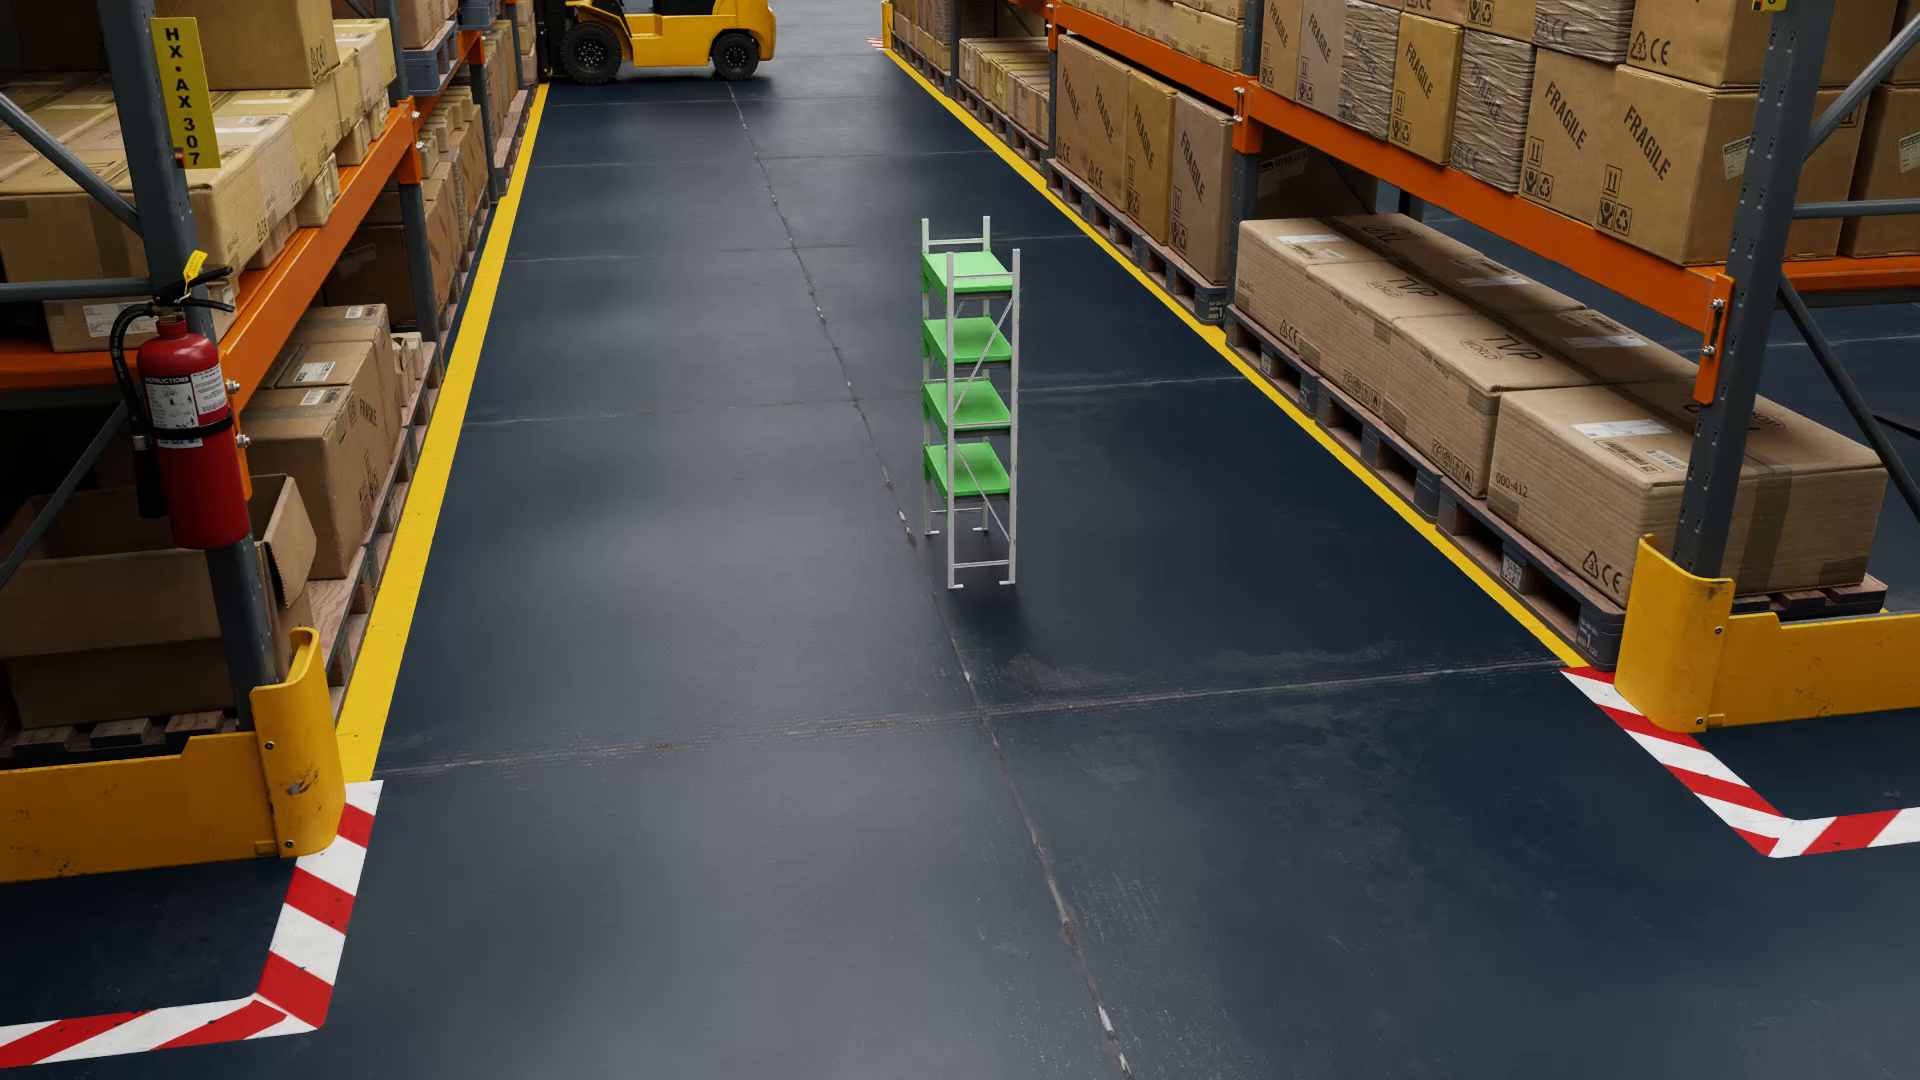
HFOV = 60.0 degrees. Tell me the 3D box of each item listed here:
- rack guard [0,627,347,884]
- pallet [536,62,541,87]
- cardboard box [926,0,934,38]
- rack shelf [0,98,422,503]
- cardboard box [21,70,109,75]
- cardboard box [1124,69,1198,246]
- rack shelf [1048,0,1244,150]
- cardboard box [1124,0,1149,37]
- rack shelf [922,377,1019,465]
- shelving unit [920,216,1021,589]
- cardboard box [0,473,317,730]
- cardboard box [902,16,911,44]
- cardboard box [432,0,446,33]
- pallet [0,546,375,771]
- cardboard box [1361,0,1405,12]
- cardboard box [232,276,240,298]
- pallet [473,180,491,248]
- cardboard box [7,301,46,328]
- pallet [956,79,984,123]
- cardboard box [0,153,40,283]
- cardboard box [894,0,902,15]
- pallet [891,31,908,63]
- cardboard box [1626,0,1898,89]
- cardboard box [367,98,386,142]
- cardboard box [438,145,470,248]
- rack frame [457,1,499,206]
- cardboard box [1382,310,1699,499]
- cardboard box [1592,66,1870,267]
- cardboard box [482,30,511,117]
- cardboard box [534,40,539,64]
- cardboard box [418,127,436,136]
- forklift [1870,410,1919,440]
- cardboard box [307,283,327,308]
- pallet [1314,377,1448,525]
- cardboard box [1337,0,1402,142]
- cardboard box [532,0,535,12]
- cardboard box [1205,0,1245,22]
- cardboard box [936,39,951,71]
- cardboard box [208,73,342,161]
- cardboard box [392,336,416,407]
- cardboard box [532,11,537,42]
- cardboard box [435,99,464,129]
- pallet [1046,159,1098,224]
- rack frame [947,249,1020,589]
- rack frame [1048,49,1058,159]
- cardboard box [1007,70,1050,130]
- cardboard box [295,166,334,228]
[{"bbox_3d":[-2.260,0.569,4.323,1.175,0.500,0.348,-4,24,-10],"label":"rack guard"},{"bbox_3d":[-4.800,-4.786,16.943,1.003,0.211,1.213,-4,24,-10],"label":"pallet"},{"bbox_3d":[-0.056,-5.324,16.667,0.500,0.500,0.500,-4,24,-9],"label":"cardboard box"},{"bbox_3d":[-2.615,-1.004,5.699,1.077,0.370,4.000,-4,24,-10],"label":"rack shelf"},{"bbox_3d":[-2.966,-1.573,5.919,0.500,0.250,0.500,-4,24,-9],"label":"cardboard box"},{"bbox_3d":[1.524,-2.300,9.899,0.875,0.875,0.875,-4,24,-8],"label":"cardboard box"},{"bbox_3d":[1.522,-2.946,10.146,1.077,0.370,4.000,-4,24,-10],"label":"rack shelf"},{"bbox_3d":[1.294,-3.181,9.973,0.500,0.250,0.500,-4,24,-10],"label":"cardboard box"},{"bbox_3d":[0.031,-0.426,5.886,0.258,0.148,0.480,-4,24,-10],"label":"rack shelf"},{"bbox_3d":[0.031,-0.485,5.861,0.258,1.200,0.503,-4,24,-10],"label":"shelving unit"},{"bbox_3d":[-2.266,0.157,4.736,0.797,0.503,0.637,-5,24,-12],"label":"cardboard box"},{"bbox_3d":[-0.363,-5.602,18.240,0.500,0.250,0.500,-3,24,-8],"label":"cardboard box"},{"bbox_3d":[-2.951,-2.769,8.192,0.700,0.500,0.500,-4,24,-9],"label":"cardboard box"},{"bbox_3d":[-2.408,0.388,5.098,1.003,0.211,1.213,-4,24,-10],"label":"pallet"},{"bbox_3d":[1.913,-2.386,6.591,0.500,0.500,0.500,-4,24,-9],"label":"cardboard box"},{"bbox_3d":[-2.129,-0.678,4.368,0.380,0.149,0.250,-4,24,-8],"label":"cardboard box"},{"bbox_3d":[-3.624,-2.119,10.838,1.003,0.211,1.213,-4,24,-10],"label":"pallet"},{"bbox_3d":[-2.557,-0.646,4.296,0.380,0.149,0.250,-4,24,-8],"label":"cardboard box"},{"bbox_3d":[0.558,-4.051,15.263,1.003,0.211,1.213,-4,24,-10],"label":"pallet"},{"bbox_3d":[-2.592,-0.775,4.094,0.500,0.250,0.500,-4,24,-8],"label":"cardboard box"},{"bbox_3d":[-0.445,-6.138,18.530,0.500,0.500,0.500,-5,24,-12],"label":"cardboard box"},{"bbox_3d":[-0.197,-5.579,18.760,1.003,0.211,1.213,-4,24,-10],"label":"pallet"},{"bbox_3d":[2.309,-1.591,4.772,0.500,0.500,0.500,-4,24,-8],"label":"cardboard box"},{"bbox_3d":[-2.537,-1.697,6.701,0.380,0.149,0.250,-4,24,-8],"label":"cardboard box"},{"bbox_3d":[-3.140,-1.984,9.643,0.500,0.500,0.500,-5,24,-12],"label":"cardboard box"},{"bbox_3d":[-3.725,-3.693,10.959,1.000,3.000,0.127,-4,24,-10],"label":"rack frame"},{"bbox_3d":[2.234,-0.545,6.427,0.875,0.438,0.875,-4,24,-8],"label":"cardboard box"},{"bbox_3d":[2.282,-1.131,4.968,0.500,0.500,0.500,-4,24,-9],"label":"cardboard box"},{"bbox_3d":[-4.221,-3.861,13.784,0.875,0.625,0.625,-5,24,-10],"label":"cardboard box"},{"bbox_3d":[-4.448,-4.813,16.434,0.500,0.250,0.500,-4,24,-9],"label":"cardboard box"},{"bbox_3d":[-3.172,-2.238,9.414,0.380,0.149,0.250,-4,24,-10],"label":"cardboard box"},{"bbox_3d":[4.651,-1.161,5.247,1.130,2.935,3.031,-9,25,-20],"label":"forklift"},{"bbox_3d":[-3.367,-1.338,8.165,0.500,0.500,0.500,-4,24,-10],"label":"cardboard box"},{"bbox_3d":[2.185,-0.425,6.960,1.003,0.211,1.213,-4,24,-10],"label":"pallet"},{"bbox_3d":[1.896,-1.936,6.811,0.500,0.500,0.500,-4,24,-9],"label":"cardboard box"},{"bbox_3d":[-4.434,-5.267,16.224,0.500,0.250,0.500,-3,24,-8],"label":"cardboard box"},{"bbox_3d":[1.572,-2.805,8.487,0.500,0.250,0.500,-4,24,-10],"label":"cardboard box"},{"bbox_3d":[0.039,-4.781,16.359,0.500,0.250,0.500,-3,24,-7],"label":"cardboard box"},{"bbox_3d":[-2.371,-1.410,5.545,0.500,0.250,0.500,-5,24,-11],"label":"cardboard box"},{"bbox_3d":[-2.528,-0.722,7.046,0.396,0.266,0.258,-3,24,-8],"label":"cardboard box"},{"bbox_3d":[-4.427,-5.038,16.323,0.500,0.250,0.500,-5,24,-10],"label":"cardboard box"},{"bbox_3d":[-3.298,-2.650,10.358,0.380,0.149,0.250,-5,24,-12],"label":"cardboard box"},{"bbox_3d":[1.224,-2.469,11.638,1.003,0.211,1.213,-4,24,-10],"label":"pallet"},{"bbox_3d":[0.076,-0.389,5.641,0.240,1.200,0.015,-4,24,-10],"label":"rack frame"},{"bbox_3d":[1.152,-4.062,11.803,1.000,3.000,0.127,-4,24,-10],"label":"rack frame"},{"bbox_3d":[0.913,-3.563,13.419,0.950,0.372,0.625,-5,24,-11],"label":"cardboard box"},{"bbox_3d":[-2.226,-1.092,5.315,0.380,0.149,0.250,-5,24,-11],"label":"cardboard box"}]
